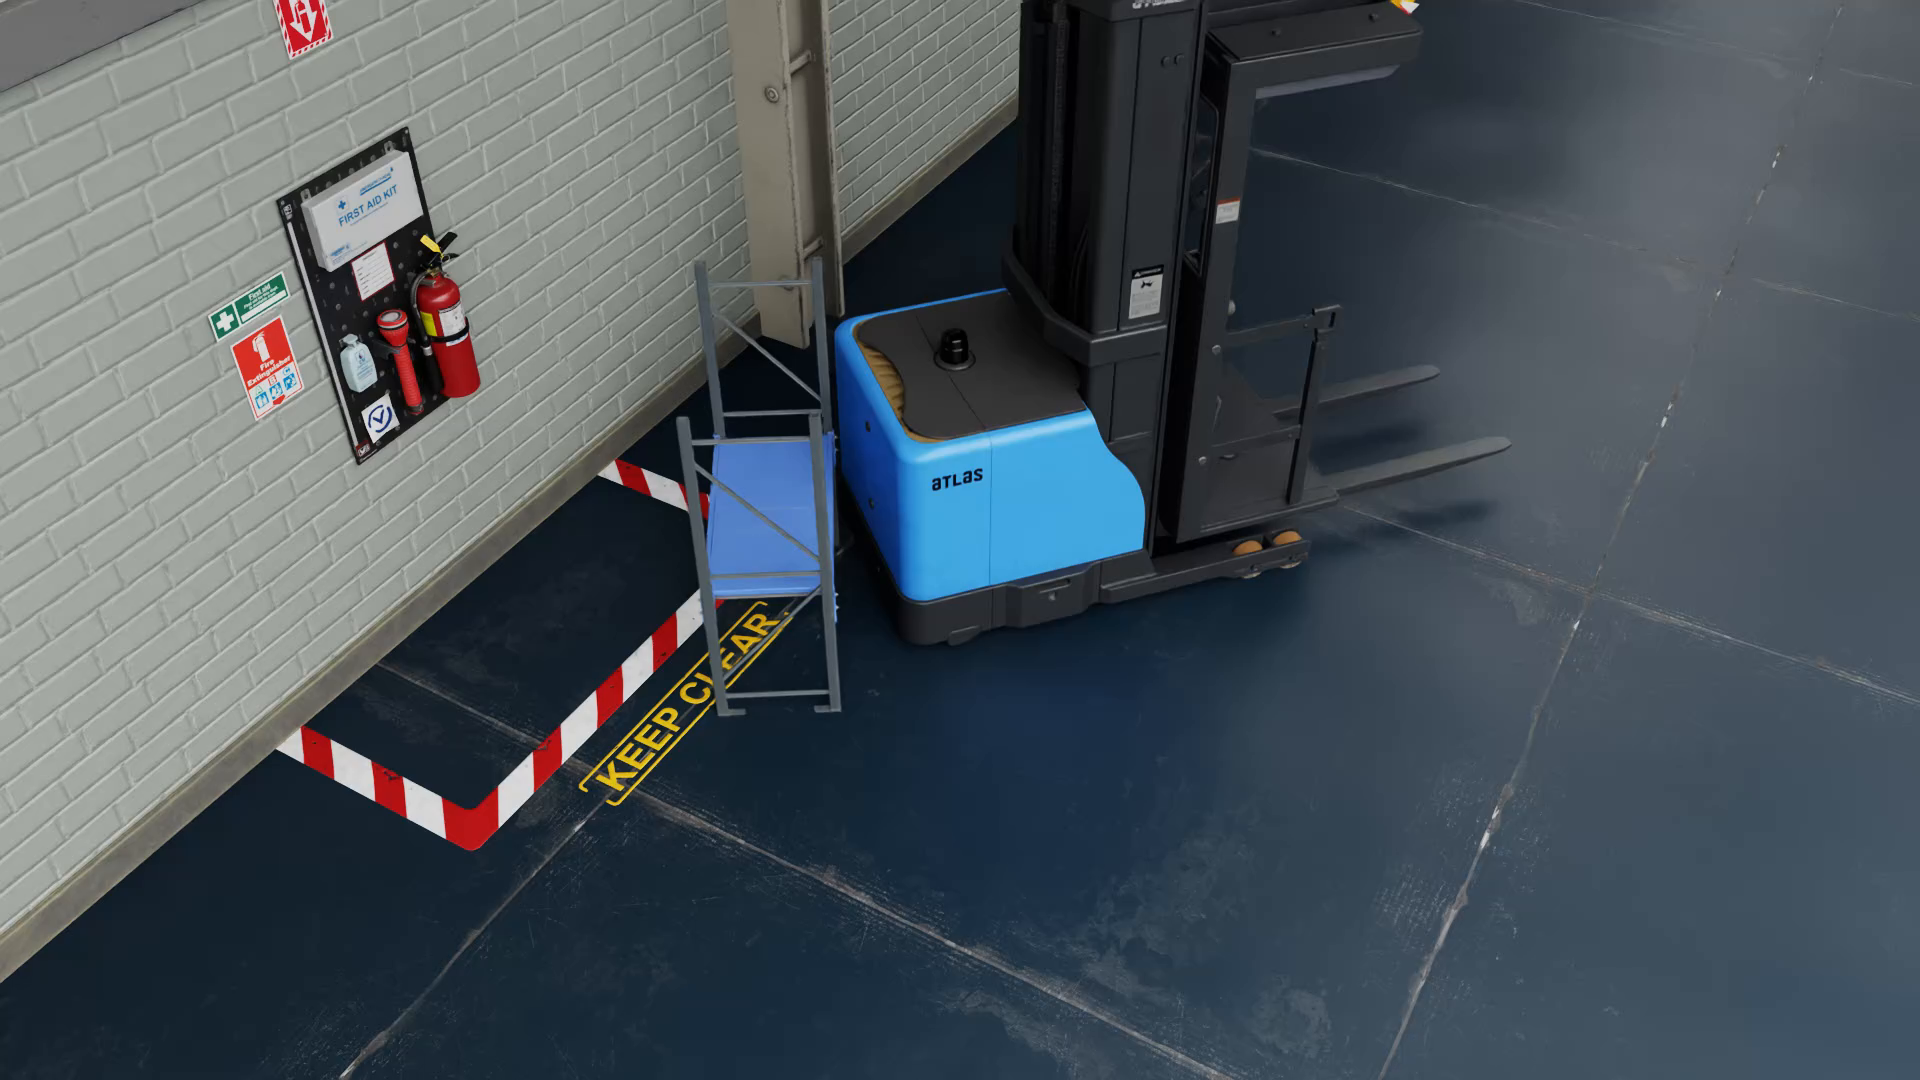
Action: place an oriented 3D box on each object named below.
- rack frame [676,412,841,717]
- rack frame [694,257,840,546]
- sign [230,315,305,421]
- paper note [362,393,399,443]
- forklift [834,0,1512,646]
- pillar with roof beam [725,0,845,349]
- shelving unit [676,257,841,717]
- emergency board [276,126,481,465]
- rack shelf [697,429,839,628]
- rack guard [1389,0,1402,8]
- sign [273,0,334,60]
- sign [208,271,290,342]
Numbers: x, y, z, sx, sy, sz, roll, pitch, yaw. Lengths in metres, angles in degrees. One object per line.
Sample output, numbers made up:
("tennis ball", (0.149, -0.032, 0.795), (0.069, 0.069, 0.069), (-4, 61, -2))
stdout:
("rack frame", (-0.735, 0.135, 6.278), (0.500, 1.500, 0.032), (-2, 41, -3))
("rack frame", (-0.795, -0.536, 7.039), (0.500, 1.500, 0.032), (-2, 41, -3))
("sign", (-2.483, -0.617, 5.970), (0.001, 0.329, 0.234), (21, 45, 22))
("paper note", (-2.265, -0.477, 6.504), (0.016, 0.148, 0.142), (21, 45, 22))
("forklift", (1.030, -1.247, 6.764), (3.031, 2.935, 1.130), (-13, 43, -15))
("pillar with roof beam", (2.880, -3.115, 4.294), (9.100, 9.000, 0.400), (21, 45, 22))
("shelving unit", (-0.765, -0.201, 6.658), (0.538, 1.500, 1.048), (-2, 41, -3))
("emergency board", (-2.117, -0.886, 6.302), (0.194, 1.169, 0.643), (21, 45, 22))
("rack shelf", (-0.765, -0.066, 6.777), (0.538, 0.185, 1.000), (-2, 41, -3))
("rack guard", (2.592, -4.139, 11.888), (1.175, 0.500, 0.348), (21, 45, 22))
("sign", (-2.207, -1.784, 5.568), (0.001, 0.298, 0.199), (21, 45, 22))
("sign", (-2.473, -0.816, 5.794), (0.001, 0.109, 0.331), (21, 45, 22))
